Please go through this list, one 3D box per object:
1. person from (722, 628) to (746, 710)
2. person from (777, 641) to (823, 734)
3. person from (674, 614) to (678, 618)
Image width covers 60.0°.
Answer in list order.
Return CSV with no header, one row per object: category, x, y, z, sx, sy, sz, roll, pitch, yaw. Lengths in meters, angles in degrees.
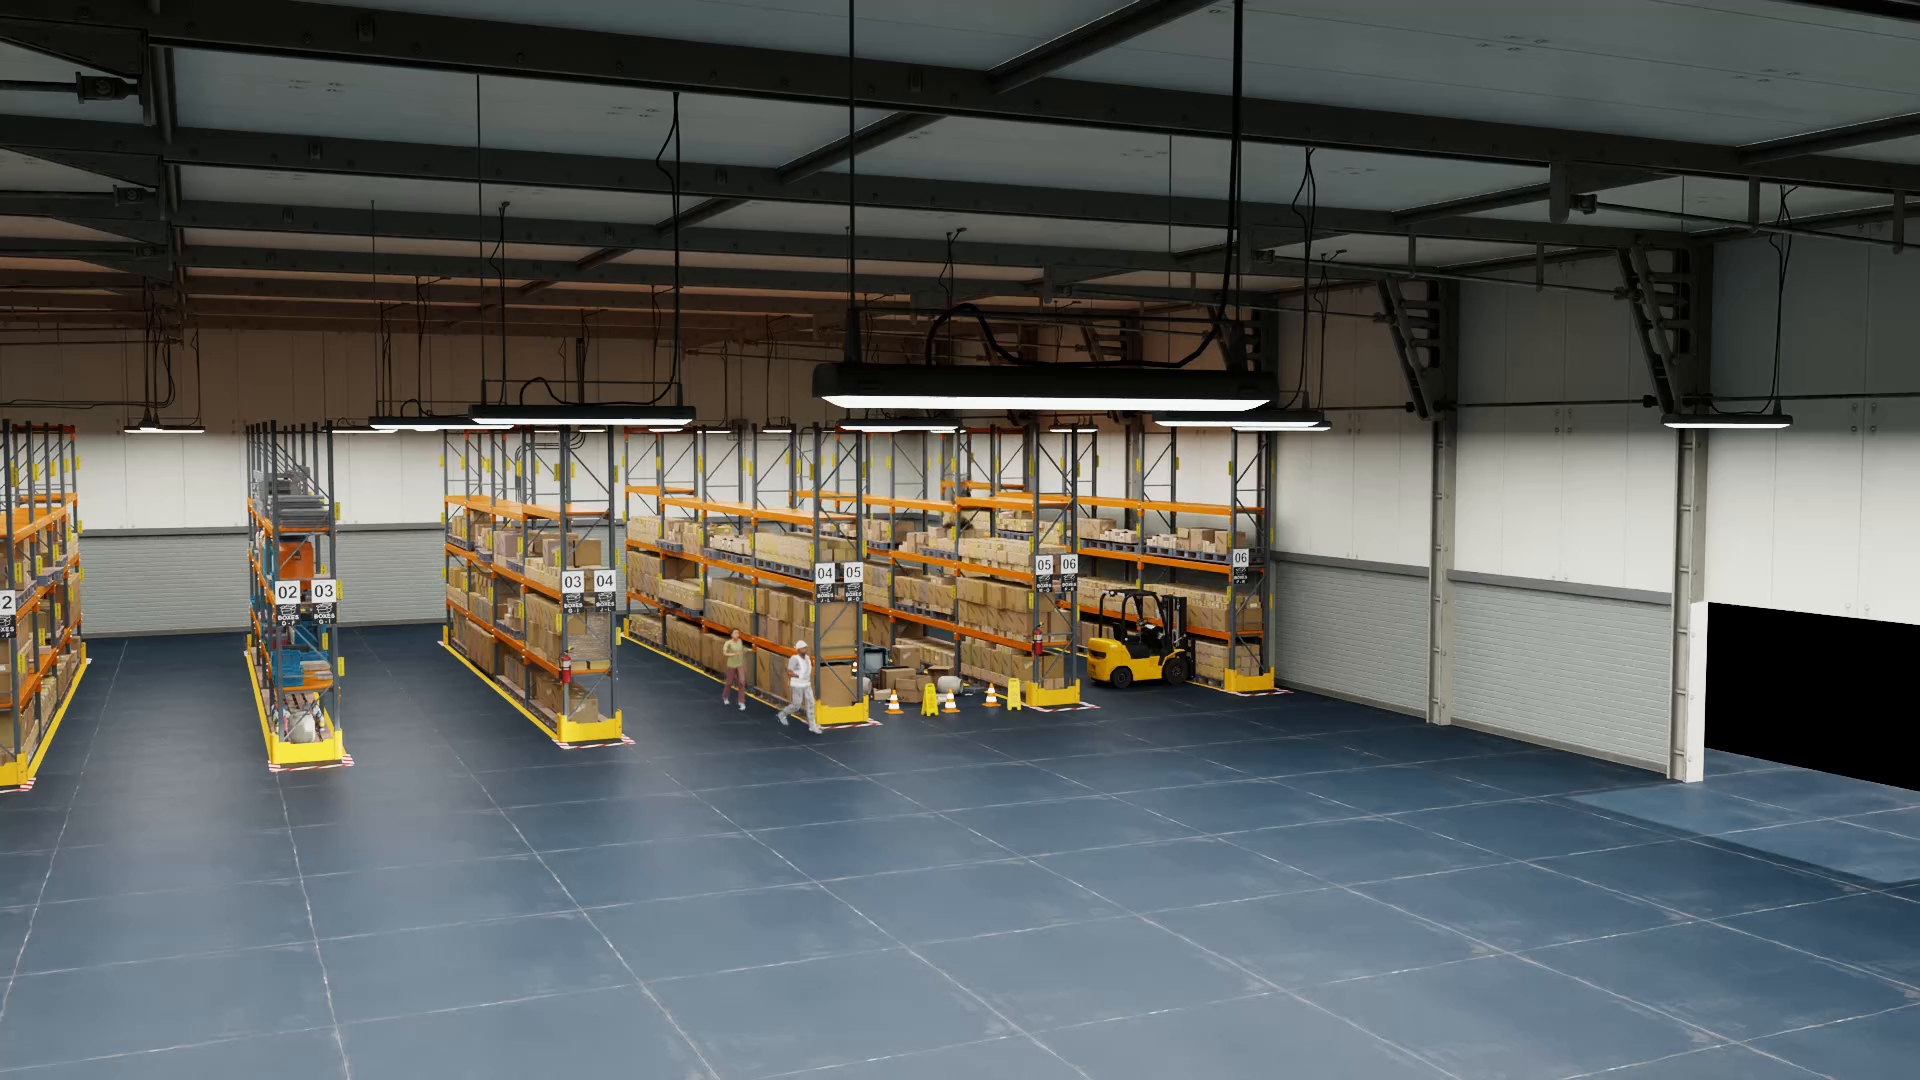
person,-4.759,2.680,34.967,0.553,1.697,0.909,-2,4,-32
person,-3.085,2.827,32.106,1.032,1.778,0.696,2,4,32
person,-8.508,1.727,50.471,0.615,1.701,0.918,3,5,44
